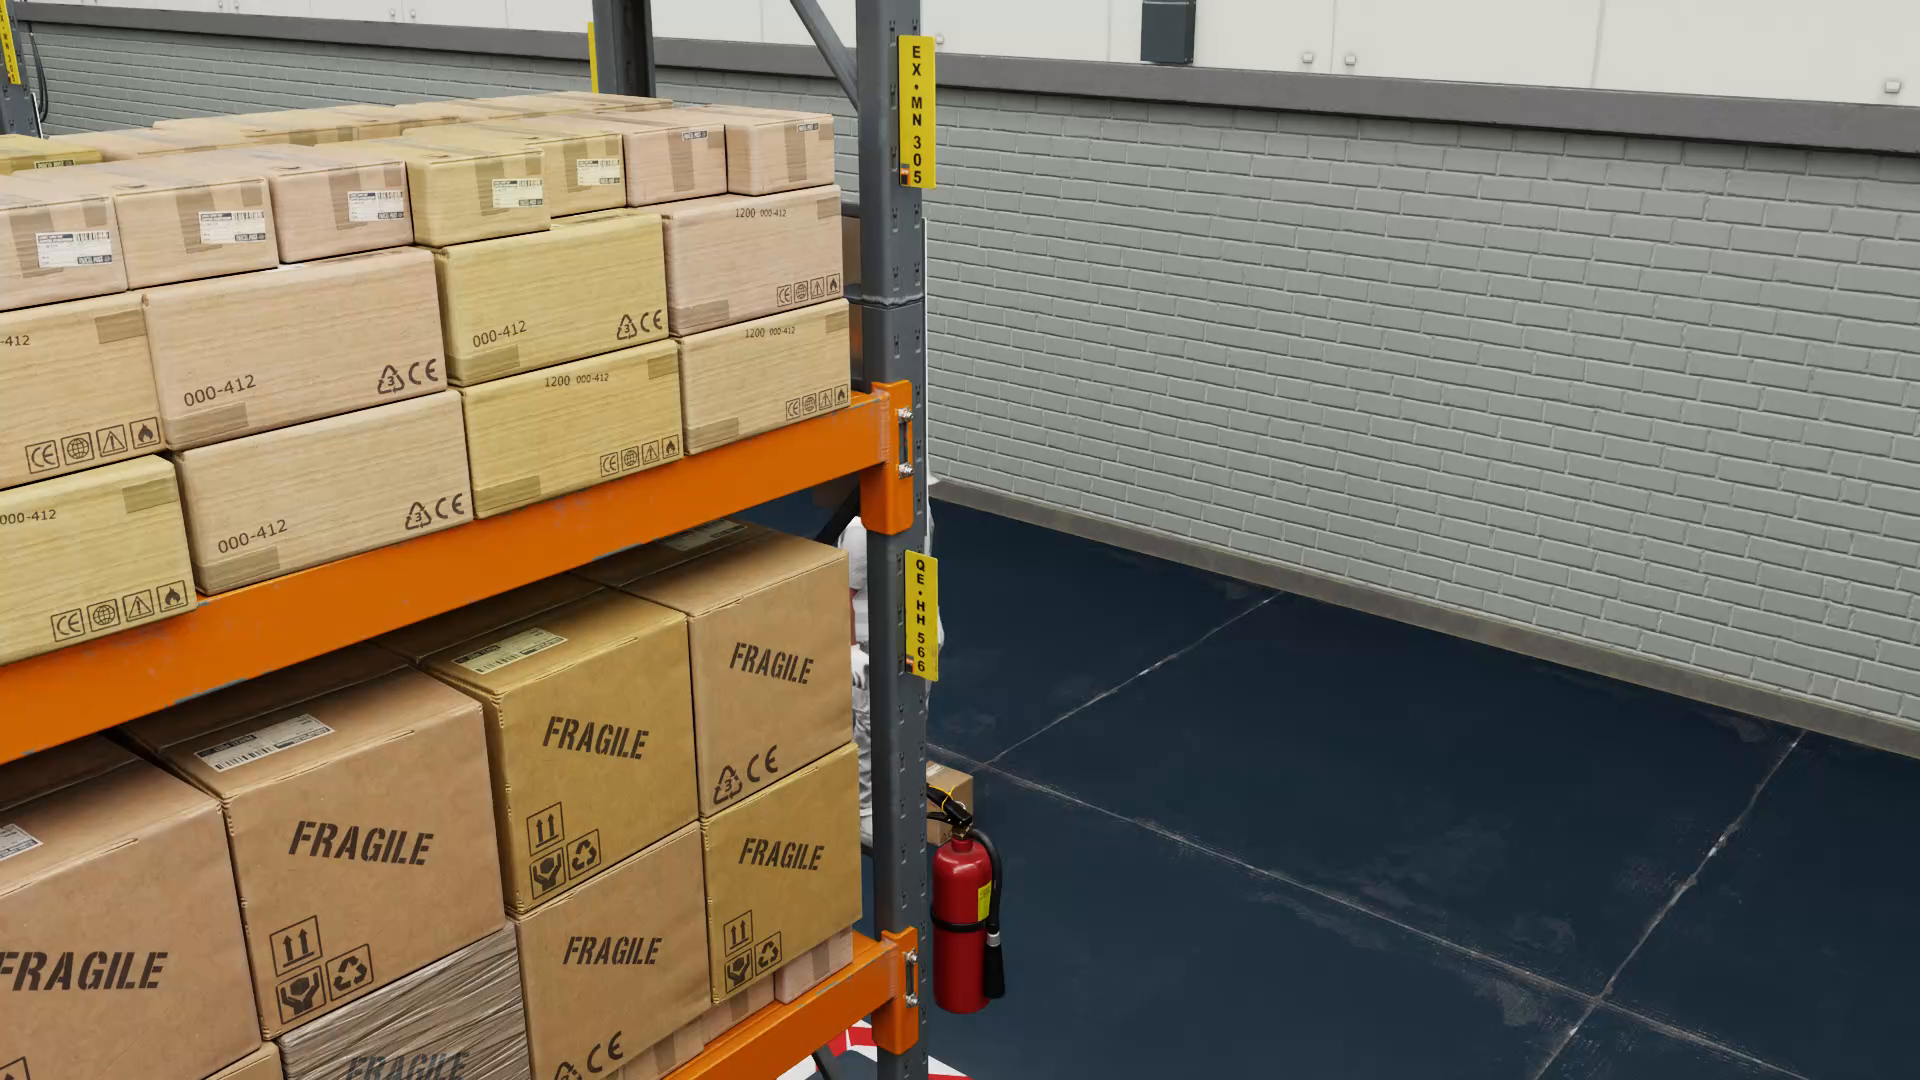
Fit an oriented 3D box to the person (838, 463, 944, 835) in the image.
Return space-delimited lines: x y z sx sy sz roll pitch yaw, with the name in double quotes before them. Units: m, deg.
"person" -0.301 0.429 7.380 0.451 1.774 0.617 15 25 36
